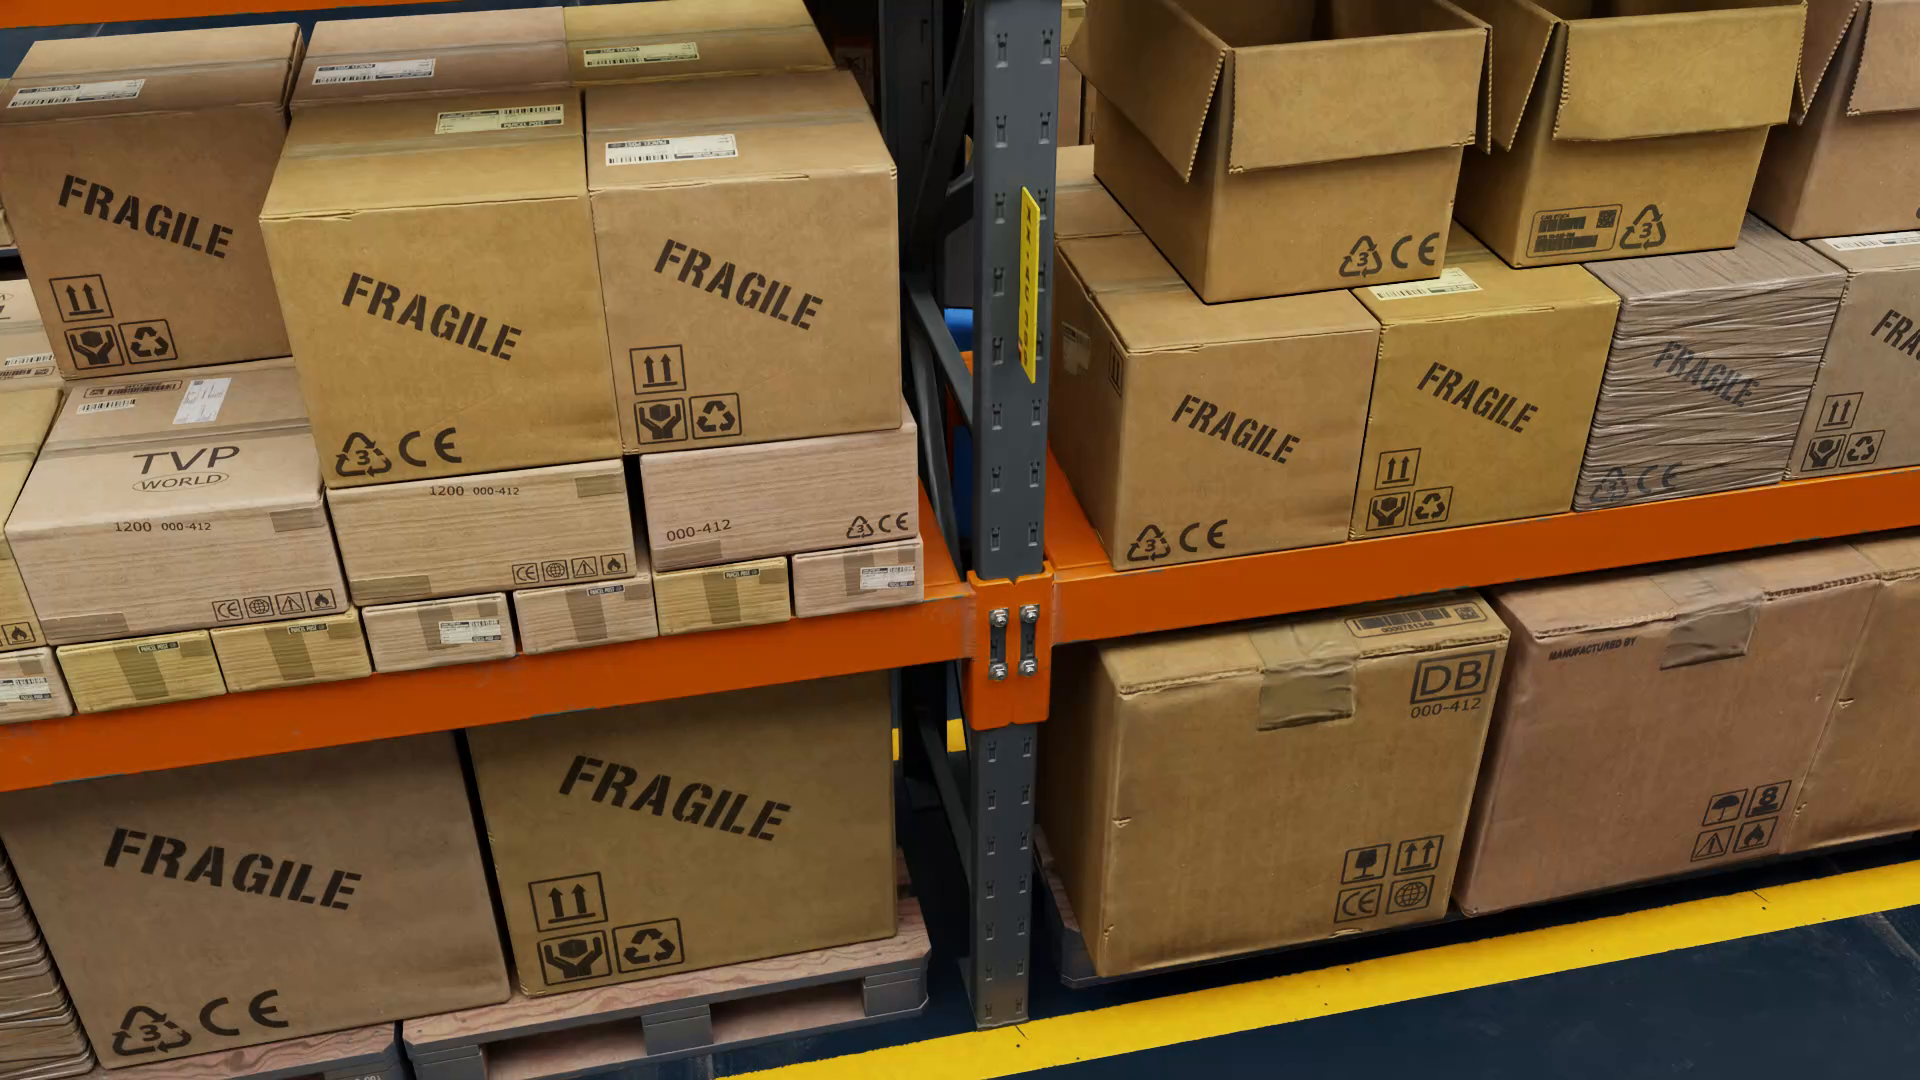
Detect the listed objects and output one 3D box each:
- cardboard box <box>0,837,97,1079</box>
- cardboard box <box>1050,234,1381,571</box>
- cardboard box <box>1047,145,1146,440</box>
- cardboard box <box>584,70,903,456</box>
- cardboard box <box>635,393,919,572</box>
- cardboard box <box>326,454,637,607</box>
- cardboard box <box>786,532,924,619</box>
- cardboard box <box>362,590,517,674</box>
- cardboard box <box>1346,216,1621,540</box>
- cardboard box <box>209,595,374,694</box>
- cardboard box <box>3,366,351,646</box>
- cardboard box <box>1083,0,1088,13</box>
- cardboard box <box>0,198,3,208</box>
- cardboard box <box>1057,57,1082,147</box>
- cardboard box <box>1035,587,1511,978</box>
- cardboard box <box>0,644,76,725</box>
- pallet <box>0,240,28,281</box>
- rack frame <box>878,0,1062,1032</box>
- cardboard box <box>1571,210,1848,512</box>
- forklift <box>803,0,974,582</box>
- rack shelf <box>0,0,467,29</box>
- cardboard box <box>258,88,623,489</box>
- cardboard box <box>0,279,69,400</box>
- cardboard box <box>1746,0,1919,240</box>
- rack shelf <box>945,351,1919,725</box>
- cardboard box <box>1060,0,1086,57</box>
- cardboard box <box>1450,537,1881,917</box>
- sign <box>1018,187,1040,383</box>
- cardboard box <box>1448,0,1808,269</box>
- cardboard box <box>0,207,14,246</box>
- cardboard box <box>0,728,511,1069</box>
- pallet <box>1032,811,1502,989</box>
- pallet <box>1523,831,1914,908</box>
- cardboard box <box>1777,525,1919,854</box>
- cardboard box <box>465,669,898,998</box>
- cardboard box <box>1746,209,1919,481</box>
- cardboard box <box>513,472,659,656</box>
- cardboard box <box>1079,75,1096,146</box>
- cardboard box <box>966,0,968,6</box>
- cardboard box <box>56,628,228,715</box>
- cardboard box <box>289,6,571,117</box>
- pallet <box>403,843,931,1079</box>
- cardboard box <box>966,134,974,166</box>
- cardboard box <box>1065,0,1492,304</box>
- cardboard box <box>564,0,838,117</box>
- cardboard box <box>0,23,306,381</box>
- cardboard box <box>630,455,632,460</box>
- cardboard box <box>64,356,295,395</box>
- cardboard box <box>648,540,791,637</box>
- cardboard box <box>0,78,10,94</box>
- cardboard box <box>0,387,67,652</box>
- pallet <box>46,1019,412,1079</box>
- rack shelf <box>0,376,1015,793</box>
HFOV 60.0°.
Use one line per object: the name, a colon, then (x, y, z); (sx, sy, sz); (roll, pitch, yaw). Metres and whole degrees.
cardboard box: (-2.413, 0.622, 3.662); (0.875, 0.875, 0.875); (-7, 35, -11)
cardboard box: (0.498, -0.306, 3.425); (0.500, 0.500, 0.500); (-7, 35, -10)
cardboard box: (0.390, -0.591, 3.850); (0.500, 0.500, 0.500); (-7, 35, -10)
cardboard box: (-0.395, -0.515, 3.020); (0.500, 0.500, 0.500); (-6, 34, -9)
cardboard box: (-0.379, -0.208, 3.236); (0.500, 0.250, 0.500); (-8, 35, -11)
cardboard box: (-0.883, -0.143, 3.139); (0.500, 0.250, 0.500); (-6, 34, -9)
cardboard box: (-0.231, -0.024, 3.319); (0.250, 0.149, 0.380); (-7, 34, -10)
cardboard box: (-0.984, 0.071, 3.178); (0.250, 0.149, 0.380); (-7, 34, -10)
cardboard box: (0.988, -0.368, 3.517); (0.500, 0.500, 0.500); (-7, 35, -10)
cardboard box: (-1.235, 0.103, 3.131); (0.250, 0.149, 0.380); (-7, 34, -10)
cardboard box: (-1.381, -0.080, 3.046); (0.500, 0.250, 0.500); (-7, 34, -10)
cardboard box: (0.795, -2.574, 8.088); (0.500, 0.250, 0.500); (-6, 34, -9)
cardboard box: (-4.335, -1.599, 7.356); (0.250, 0.149, 0.380); (-6, 34, -9)
cardboard box: (0.293, -2.201, 8.205); (0.500, 0.500, 0.500); (-6, 34, -8)
cardboard box: (0.614, 0.274, 4.179); (0.875, 0.875, 1.225); (-7, 35, -10)
cardboard box: (-1.733, 0.165, 3.038); (0.250, 0.149, 0.380); (-7, 34, -10)
pallet: (-4.029, -1.492, 7.785); (1.213, 0.211, 1.003); (-7, 35, -11)
rack frame: (-0.006, -0.344, 3.571); (0.127, 3.000, 1.000); (-7, 35, -11)
cardboard box: (1.476, -0.430, 3.609); (0.500, 0.500, 0.500); (-8, 35, -12)
forklift: (-0.732, -1.304, 5.063); (3.031, 2.935, 1.130); (4, 34, 6)
rack shelf: (-2.952, -2.508, 7.440); (4.000, 0.370, 1.077); (-7, 35, -11)
cardboard box: (-0.885, -0.455, 2.931); (0.500, 0.500, 0.500); (-7, 34, -10)
cardboard box: (-1.995, -0.308, 3.385); (0.500, 0.250, 0.500); (-7, 35, -10)
cardboard box: (1.890, -1.048, 3.630); (0.637, 0.503, 0.797); (-6, 34, -9)
rack shelf: (1.945, -0.291, 4.137); (4.000, 0.370, 1.077); (-7, 35, -11)
cardboard box: (0.296, -2.514, 7.998); (0.500, 0.250, 0.500); (-6, 34, -9)
cardboard box: (1.485, 0.164, 4.343); (0.875, 0.875, 1.225); (-8, 35, -12)
sign: (0.118, -0.435, 2.858); (0.005, 0.325, 0.100); (-7, 35, -11)
cardboard box: (1.287, -0.963, 3.503); (0.637, 0.503, 0.797); (-7, 34, -10)
cardboard box: (-4.322, -1.441, 7.388); (0.250, 0.149, 0.380); (-7, 34, -10)
cardboard box: (-1.545, 0.512, 3.825); (0.875, 0.875, 0.875); (-7, 35, -11)
pallet: (0.730, 0.678, 4.550); (1.213, 0.211, 1.003); (-7, 35, -11)
pallet: (1.922, 0.526, 4.776); (1.213, 0.211, 1.003); (-7, 35, -11)
cardboard box: (2.347, 0.051, 4.512); (0.875, 0.875, 1.225); (-7, 35, -10)
cardboard box: (-0.667, 0.402, 3.990); (0.875, 0.875, 0.875); (-7, 35, -11)
cardboard box: (1.979, -0.496, 3.708); (0.500, 0.500, 0.500); (-7, 34, -10)
cardboard box: (-0.733, 0.039, 3.225); (0.250, 0.149, 0.380); (-8, 35, -11)
cardboard box: (0.801, -2.273, 8.311); (0.500, 0.500, 0.500); (-7, 34, -10)
cardboard box: (-0.223, -2.447, 7.898); (0.500, 0.250, 0.500); (-9, 35, -13)
cardboard box: (-1.485, 0.134, 3.084); (0.250, 0.149, 0.380); (-8, 35, -11)
cardboard box: (-1.012, -0.740, 3.356); (0.500, 0.500, 0.500); (-7, 35, -11)
pallet: (-0.765, 0.865, 4.272); (1.213, 0.211, 1.003); (-7, 35, -11)
cardboard box: (-0.222, -2.135, 8.106); (0.500, 0.500, 0.500); (-6, 34, -9)
cardboard box: (0.615, -0.885, 3.387); (0.637, 0.503, 0.797); (-8, 35, -12)
cardboard box: (-0.530, -0.797, 3.440); (0.500, 0.500, 0.500); (-7, 35, -11)
cardboard box: (-1.518, -0.674, 3.257); (0.500, 0.500, 0.500); (-8, 35, -12)
cardboard box: (-0.881, -0.319, 3.759); (0.250, 0.149, 0.380); (-6, 34, -9)
cardboard box: (-1.512, -0.365, 3.469); (0.500, 0.250, 0.500); (-6, 34, -9)
cardboard box: (-0.483, 0.008, 3.272); (0.250, 0.149, 0.380); (-7, 34, -10)
cardboard box: (-4.443, -2.001, 7.687); (0.250, 0.149, 0.380); (-7, 34, -10)
cardboard box: (-1.876, -0.020, 2.956); (0.500, 0.250, 0.500); (-8, 35, -11)
pallet: (-1.957, 1.017, 4.045); (1.213, 0.211, 1.003); (-7, 35, -11)
rack shelf: (-1.957, 0.201, 3.405); (4.000, 0.370, 1.077); (-7, 35, -11)
